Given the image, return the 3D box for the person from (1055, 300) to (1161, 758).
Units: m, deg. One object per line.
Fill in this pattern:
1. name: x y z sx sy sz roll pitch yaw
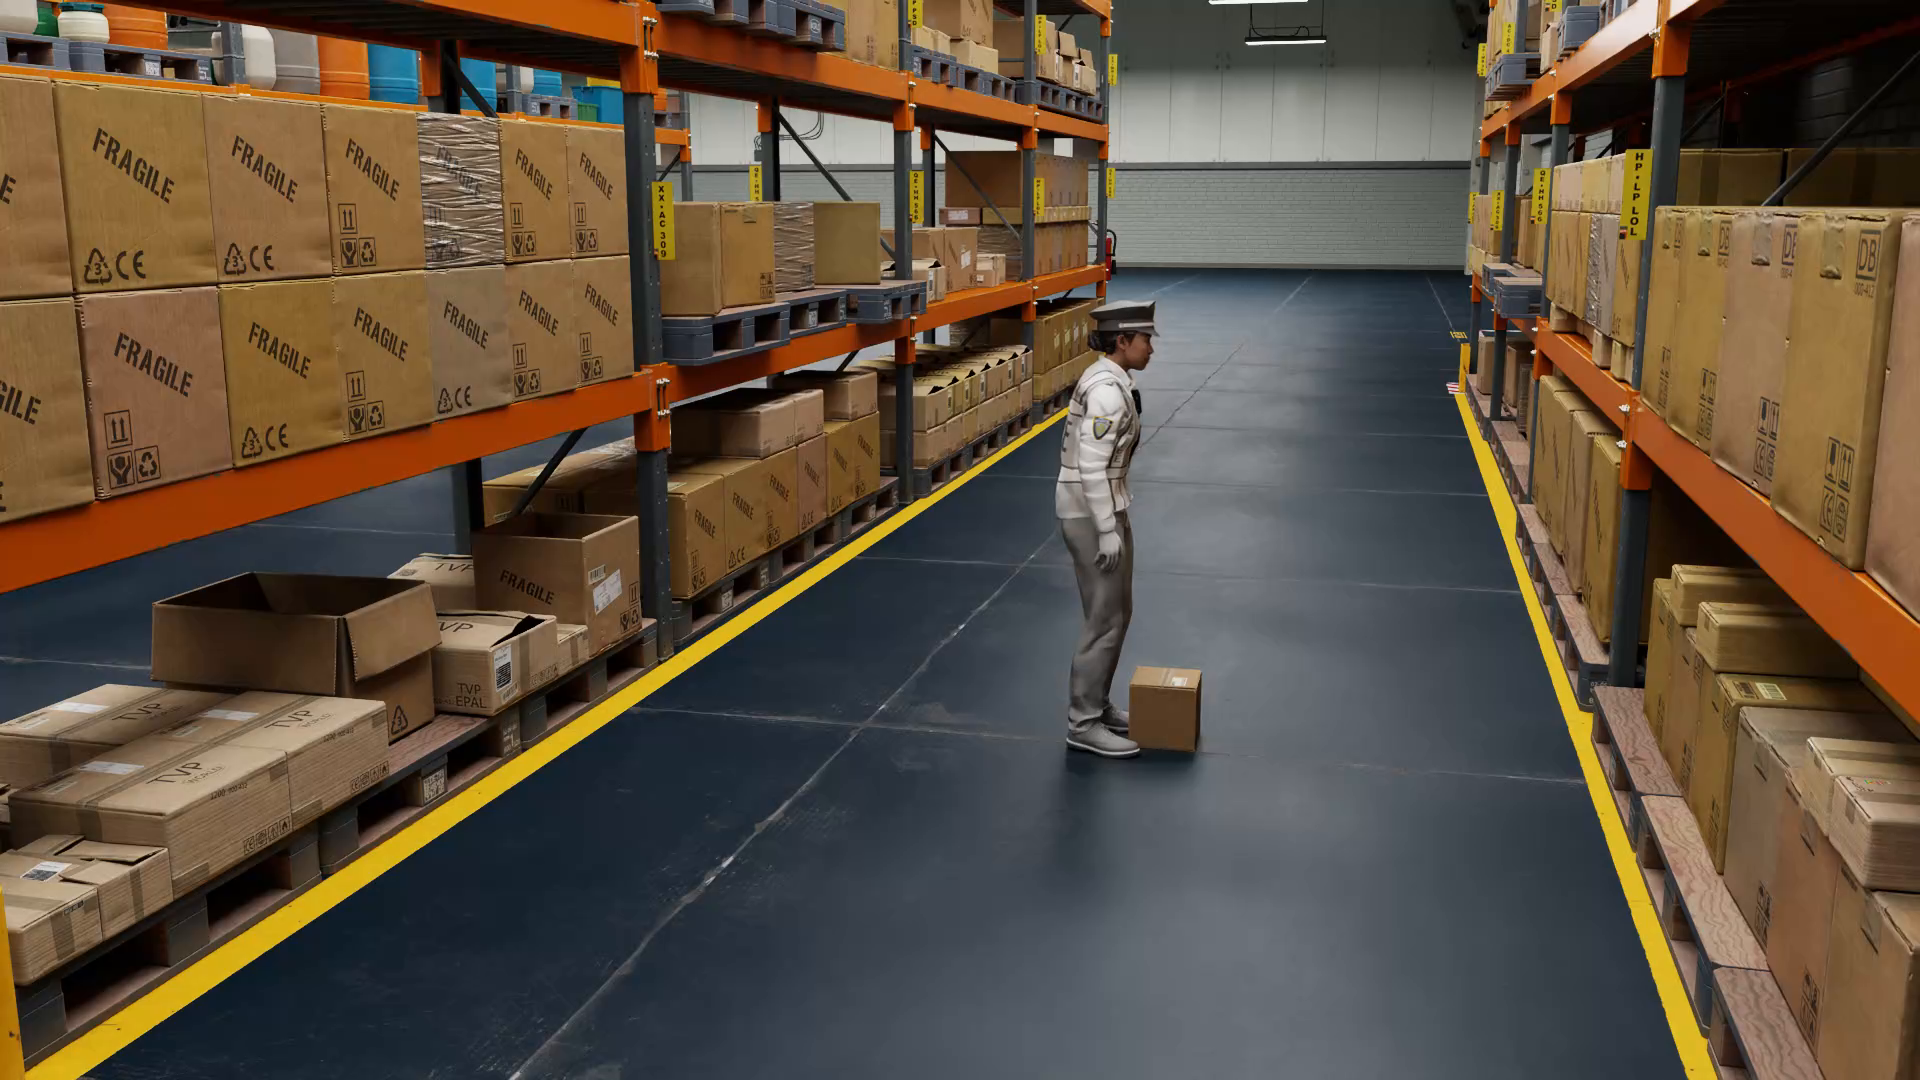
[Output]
1. person: 0.546 -0.062 6.243 0.376 1.664 0.546 2 12 10
